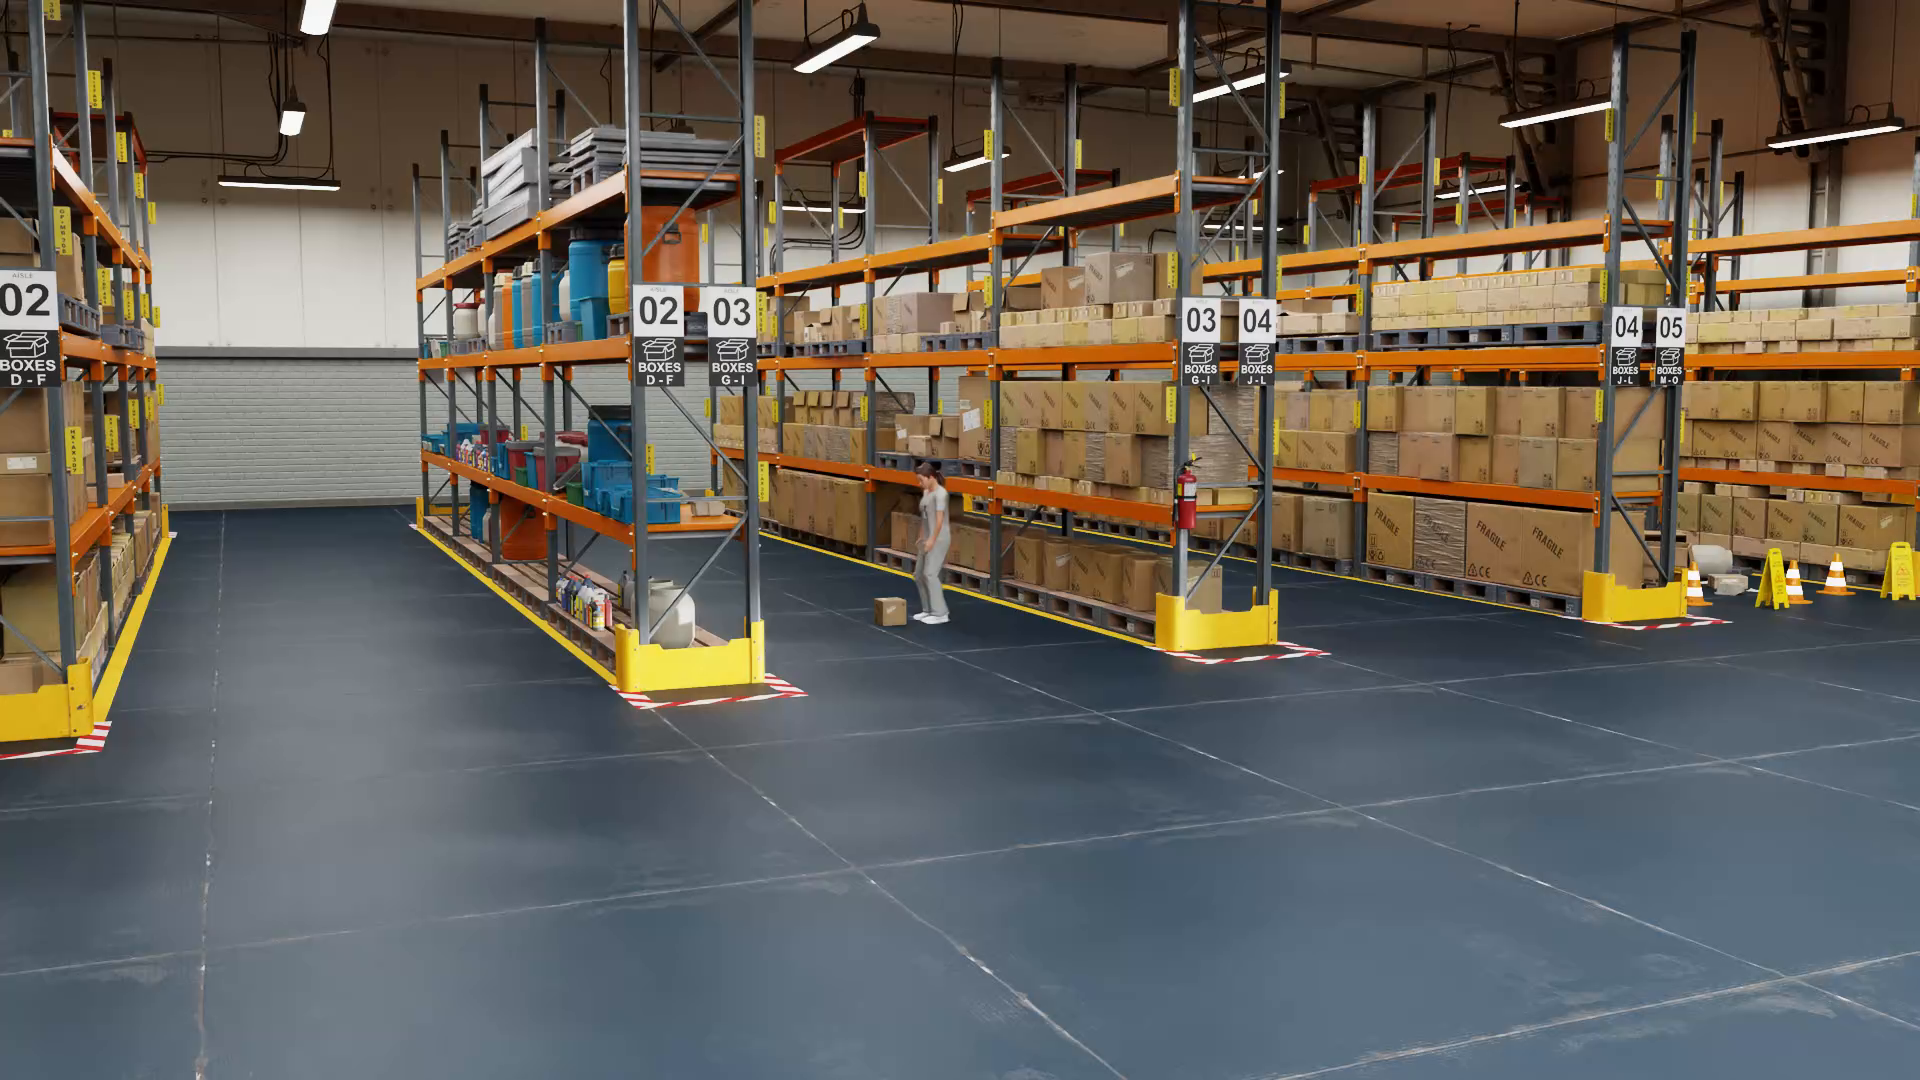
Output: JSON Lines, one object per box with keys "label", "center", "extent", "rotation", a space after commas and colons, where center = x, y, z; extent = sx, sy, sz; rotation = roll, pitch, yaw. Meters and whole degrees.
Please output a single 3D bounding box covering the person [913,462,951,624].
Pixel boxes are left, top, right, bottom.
{"label": "person", "center": [-0.280, 0.025, 16.957], "extent": [0.370, 1.637, 0.458], "rotation": [-2, 6, -22]}
